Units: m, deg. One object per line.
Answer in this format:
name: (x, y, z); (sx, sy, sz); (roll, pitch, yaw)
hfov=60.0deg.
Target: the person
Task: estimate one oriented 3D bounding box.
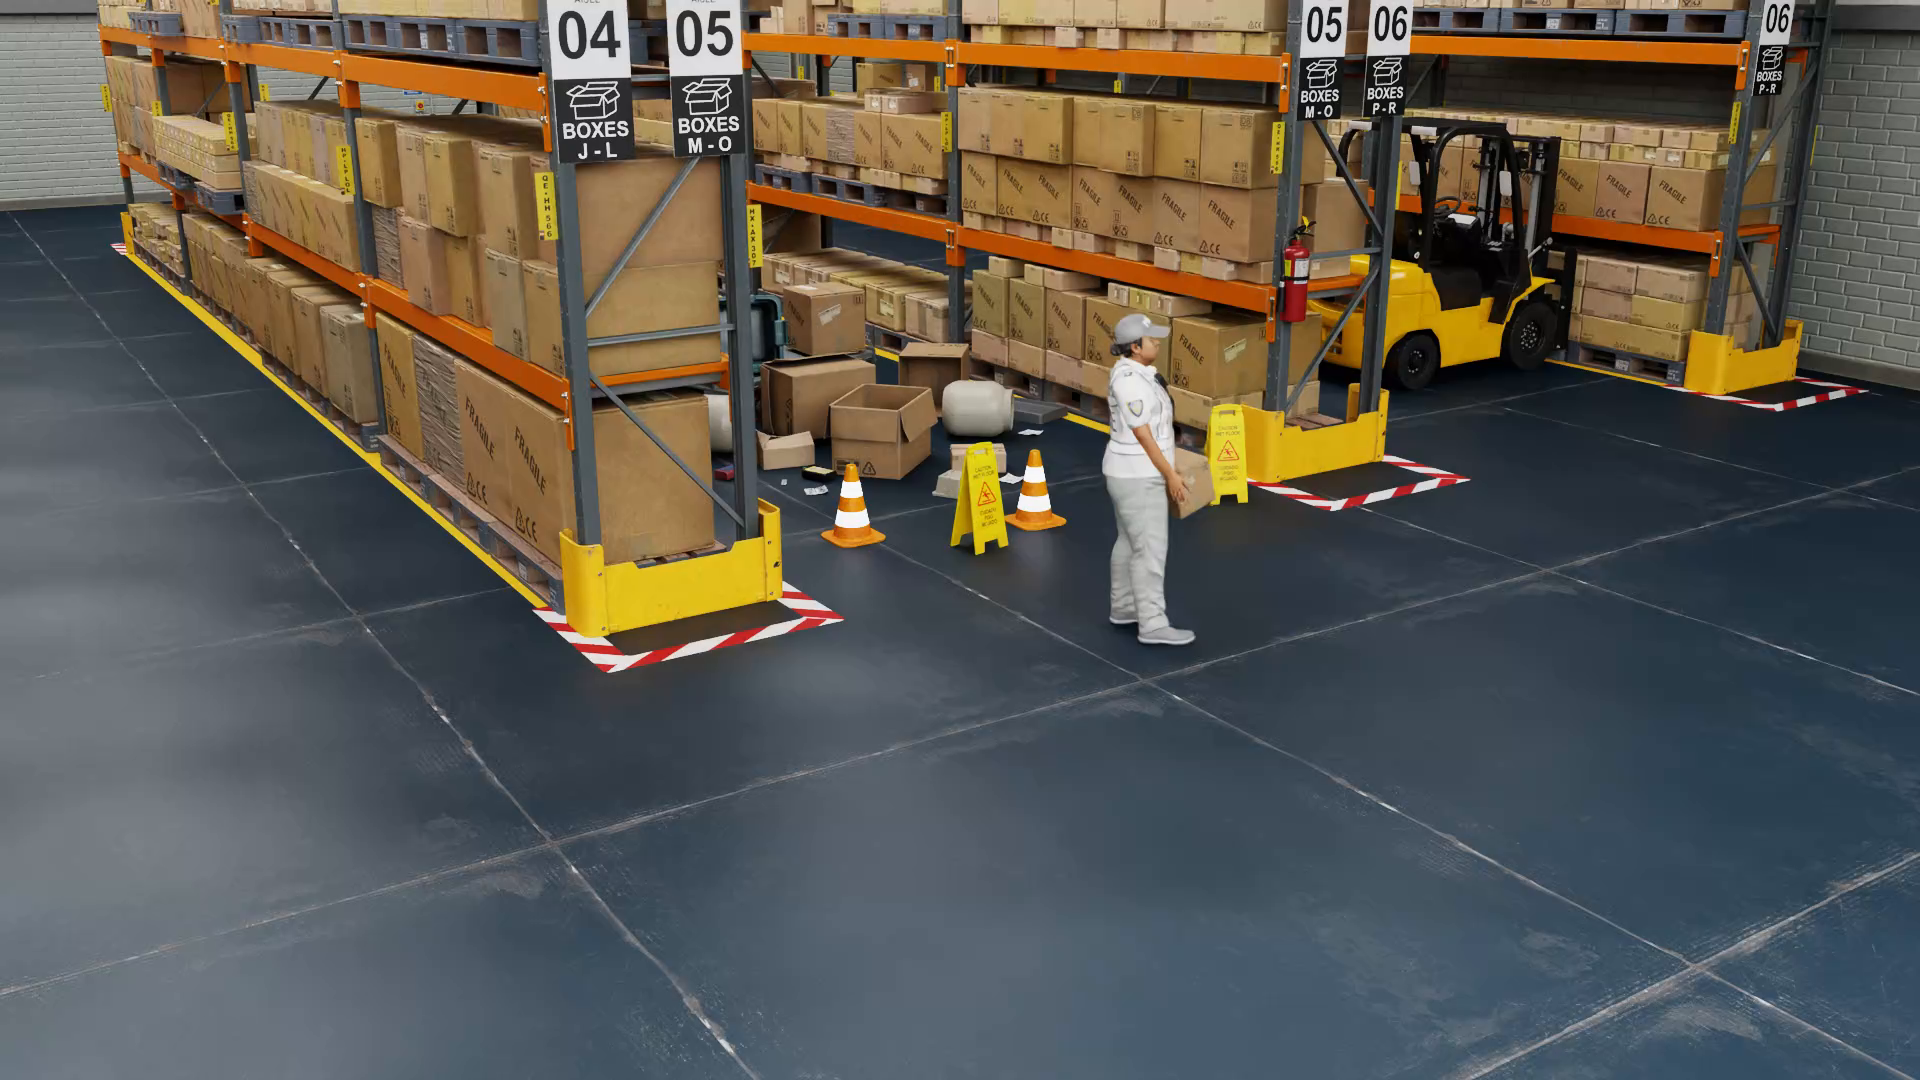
person: (0.978, -0.325, 8.503); (0.506, 1.671, 0.514); (1, 18, 4)
